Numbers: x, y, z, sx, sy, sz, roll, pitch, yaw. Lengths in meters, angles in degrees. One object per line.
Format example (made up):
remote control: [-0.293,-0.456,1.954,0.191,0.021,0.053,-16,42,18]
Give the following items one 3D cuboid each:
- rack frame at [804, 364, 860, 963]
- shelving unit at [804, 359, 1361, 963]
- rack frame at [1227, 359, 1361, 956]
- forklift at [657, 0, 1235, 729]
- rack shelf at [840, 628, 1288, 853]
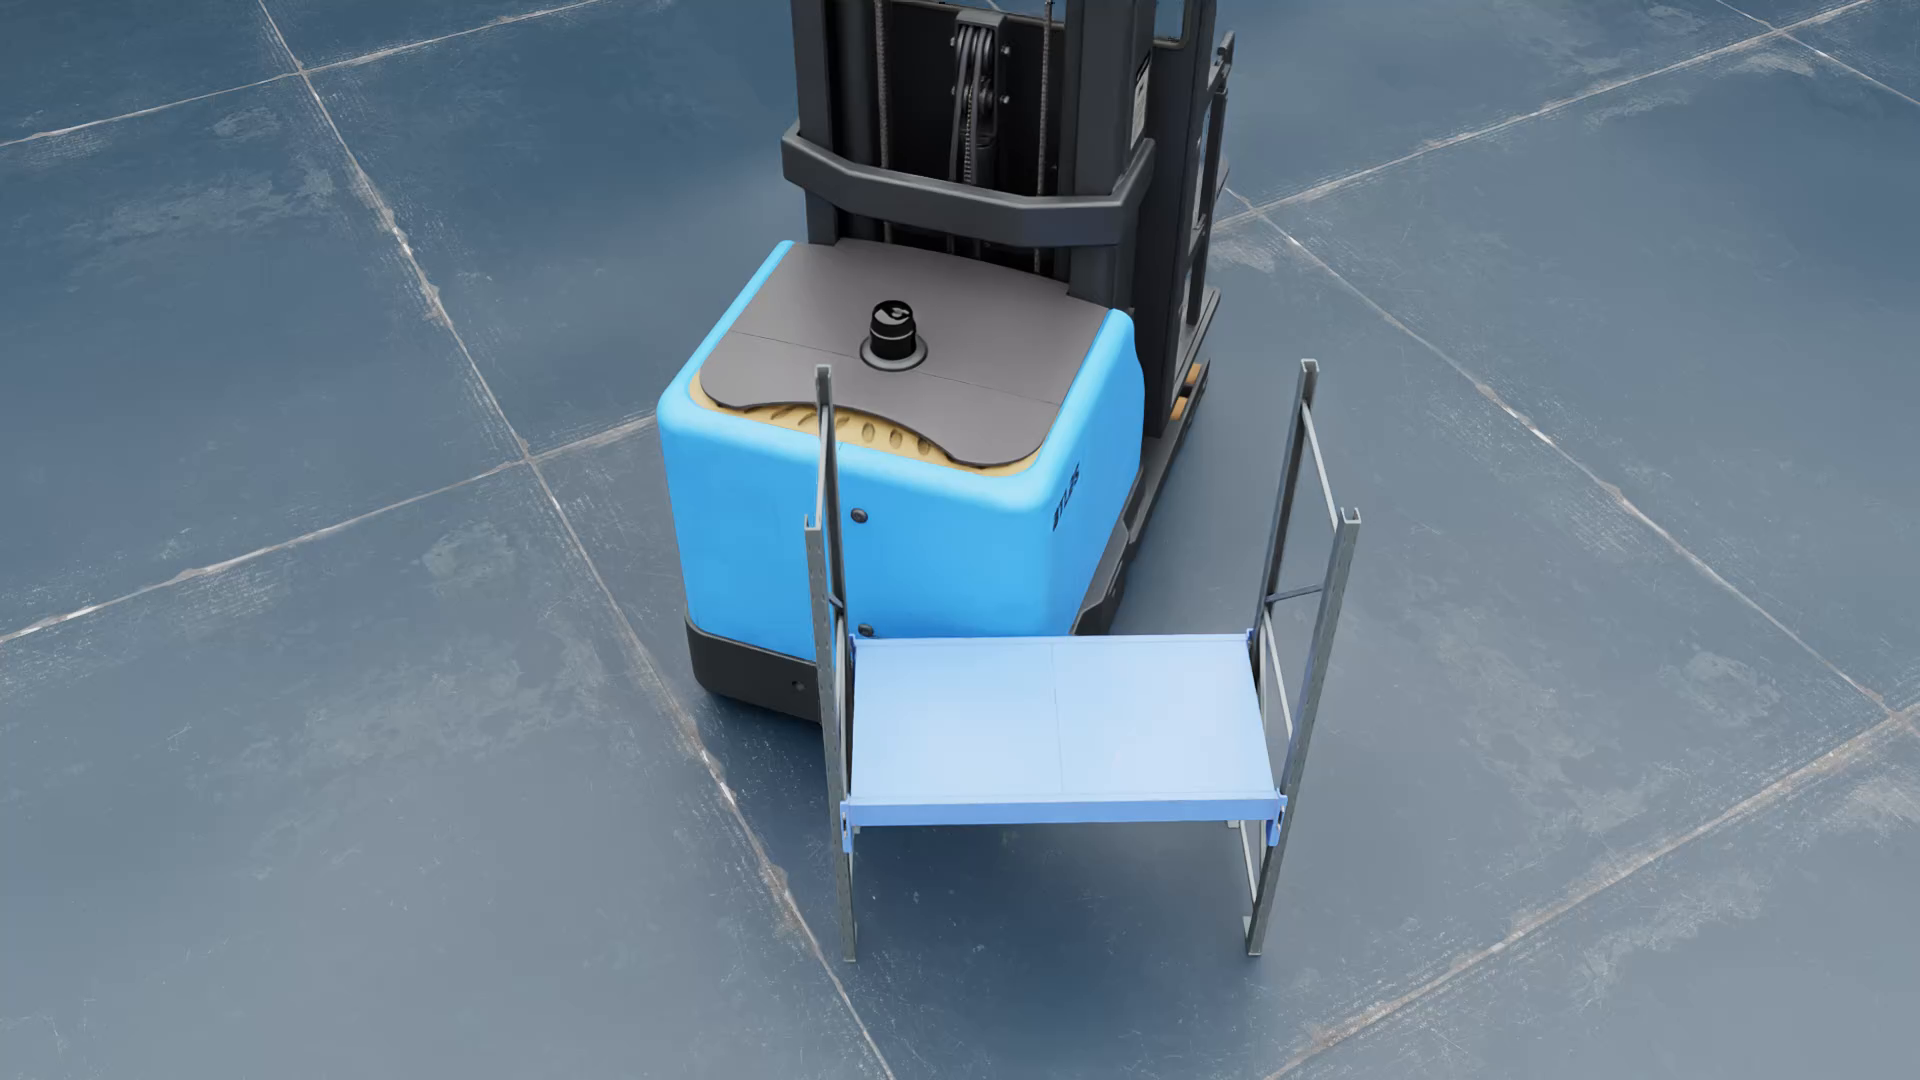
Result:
rack frame: [-0.281,0.345,3.817,0.032,1.500,0.500,-1,44,-1]
shelving unit: [0.227,0.339,3.824,1.048,1.500,0.538,-1,44,-1]
rack frame: [0.735,0.332,3.831,0.032,1.500,0.500,-1,44,-1]
forklift: [0.214,-1.461,4.651,1.130,2.935,3.031,14,46,14]
rack shelf: [0.227,0.468,3.949,1.000,0.185,0.538,-1,44,-1]
